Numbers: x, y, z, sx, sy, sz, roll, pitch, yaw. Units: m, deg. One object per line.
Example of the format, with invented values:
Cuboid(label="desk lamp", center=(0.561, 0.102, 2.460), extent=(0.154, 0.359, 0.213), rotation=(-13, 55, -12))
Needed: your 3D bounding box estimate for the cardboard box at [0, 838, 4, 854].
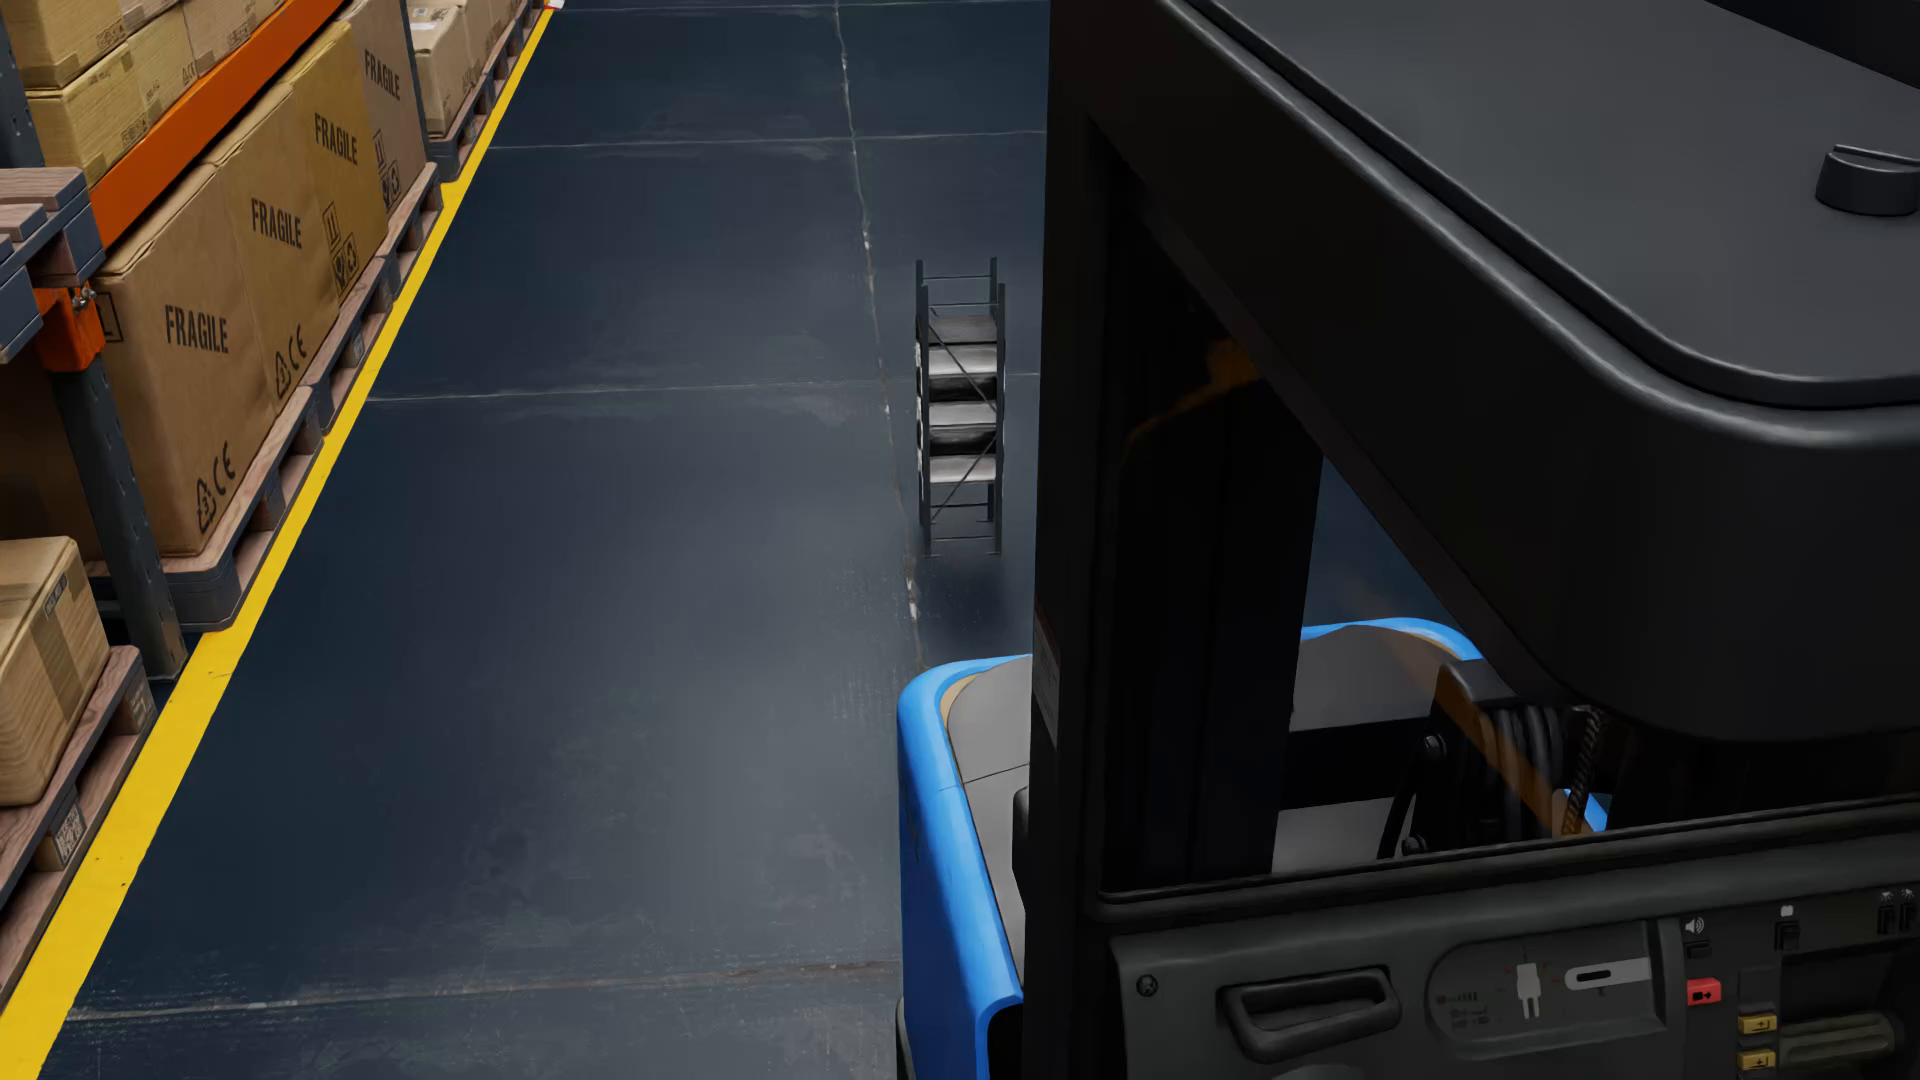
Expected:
Cuboid(label="cardboard box", center=(-2.548, 0.712, 3.286), extent=(0.950, 0.372, 0.625), rotation=(-3, 31, -6))

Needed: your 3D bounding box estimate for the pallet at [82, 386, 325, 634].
Cuboid(label="pallet", center=(-2.667, -0.110, 5.228), extent=(1.003, 0.211, 1.213), rotation=(-3, 31, -5))

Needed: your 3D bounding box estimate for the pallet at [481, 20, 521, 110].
Cuboid(label="pallet", center=(-3.152, -2.762, 9.669), extent=(1.003, 0.211, 1.213), rotation=(-3, 31, -5))

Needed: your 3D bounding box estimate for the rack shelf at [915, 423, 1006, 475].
Cuboid(label="rack shelf", center=(-0.001, -0.285, 5.089), extent=(0.258, 0.077, 0.200), rotation=(-3, 31, -5))

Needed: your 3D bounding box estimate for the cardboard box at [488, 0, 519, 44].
Cuboid(label="cardboard box", center=(-3.160, -3.267, 9.883), extent=(0.875, 0.438, 0.875), rotation=(-2, 31, -3))

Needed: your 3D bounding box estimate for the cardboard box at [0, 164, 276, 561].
Cuboid(label="cardboard box", center=(-2.650, -0.526, 4.868), extent=(0.875, 0.875, 0.875), rotation=(-3, 31, -5))

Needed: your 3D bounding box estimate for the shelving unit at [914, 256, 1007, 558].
Cuboid(label="shelving unit", center=(-0.001, -0.390, 5.026), extent=(0.258, 0.900, 0.210), rotation=(-3, 31, -5))

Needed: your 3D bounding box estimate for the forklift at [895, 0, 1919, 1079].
Cuboid(label="forklift", center=(0.647, 0.574, 1.432), extent=(1.130, 2.935, 3.031), rotation=(-5, 31, -9))

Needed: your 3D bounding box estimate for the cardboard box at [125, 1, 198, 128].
Cuboid(label="cardboard box", center=(-2.529, -1.360, 4.748), extent=(0.500, 0.250, 0.500), rotation=(-4, 31, -6))

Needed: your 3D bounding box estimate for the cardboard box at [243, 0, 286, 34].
Cuboid(label="cardboard box", center=(-2.622, -1.880, 5.618), extent=(0.500, 0.250, 0.500), rotation=(-3, 31, -5))

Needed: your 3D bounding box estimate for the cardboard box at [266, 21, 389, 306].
Cuboid(label="cardboard box", center=(-2.812, -1.438, 6.394), extent=(0.875, 0.875, 0.875), rotation=(-2, 31, -3))

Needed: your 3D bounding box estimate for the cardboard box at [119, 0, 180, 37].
Cuboid(label="cardboard box", center=(-2.517, -1.586, 4.638), extent=(0.500, 0.250, 0.500), rotation=(-2, 31, -3))

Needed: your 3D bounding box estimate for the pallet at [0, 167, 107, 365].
Cuboid(label="pallet", center=(-2.495, -0.460, 3.282), extent=(1.213, 0.211, 1.003), rotation=(-3, 31, -5))

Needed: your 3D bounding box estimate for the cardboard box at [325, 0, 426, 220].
Cuboid(label="cardboard box", center=(-2.904, -1.899, 7.166), extent=(0.875, 0.875, 0.875), rotation=(-2, 31, -3))

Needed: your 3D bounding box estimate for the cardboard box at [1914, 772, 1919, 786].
Cuboid(label="cardboard box", center=(2.387, 0.351, 3.644), extent=(0.875, 0.625, 0.625), rotation=(-2, 31, -3))

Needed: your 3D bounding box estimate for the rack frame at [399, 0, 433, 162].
Cuboid(label="rack frame", center=(-3.042, -2.943, 7.252), extent=(1.000, 3.000, 0.127), rotation=(-3, 31, -5))

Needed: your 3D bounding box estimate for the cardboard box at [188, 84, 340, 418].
Cuboid(label="cardboard box", center=(-2.729, -0.981, 5.630), extent=(0.875, 0.875, 0.875), rotation=(-2, 31, -4))

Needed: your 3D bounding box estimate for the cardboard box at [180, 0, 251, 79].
Cuboid(label="cardboard box", center=(-2.572, -1.628, 5.197), extent=(0.500, 0.250, 0.500), rotation=(-2, 31, -3))

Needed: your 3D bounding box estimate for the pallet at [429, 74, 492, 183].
Cuboid(label="pallet", center=(-3.035, -2.138, 8.624), extent=(1.003, 0.211, 1.213), rotation=(-3, 31, -5))

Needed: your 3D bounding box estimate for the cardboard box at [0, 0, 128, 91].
Cuboid(label="cardboard box", center=(-2.469, -1.322, 4.197), extent=(0.500, 0.250, 0.500), rotation=(-3, 31, -5))

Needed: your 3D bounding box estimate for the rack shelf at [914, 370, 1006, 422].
Cuboid(label="rack shelf", center=(-0.001, -0.439, 4.997), extent=(0.258, 0.077, 0.200), rotation=(-3, 31, -5))

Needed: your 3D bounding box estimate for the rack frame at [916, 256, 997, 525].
Cuboid(label="rack frame", center=(-0.010, -0.442, 5.113), extent=(0.240, 0.900, 0.006), rotation=(-3, 31, -5))

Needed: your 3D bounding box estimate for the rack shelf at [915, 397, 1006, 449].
Cuboid(label="rack shelf", center=(-0.001, -0.362, 5.043), extent=(0.258, 0.077, 0.200), rotation=(-3, 31, -5))

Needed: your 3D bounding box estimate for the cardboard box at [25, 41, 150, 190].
Cuboid(label="cardboard box", center=(-2.463, -1.099, 4.310), extent=(0.500, 0.250, 0.500), rotation=(-3, 31, -5))

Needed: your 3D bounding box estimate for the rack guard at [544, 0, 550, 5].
Cuboid(label="rack guard", center=(-3.418, -3.925, 11.333), extent=(1.175, 0.500, 0.348), rotation=(-3, 31, -5))

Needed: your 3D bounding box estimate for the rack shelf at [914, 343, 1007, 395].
Cuboid(label="rack shelf", center=(-0.001, -0.516, 4.951), extent=(0.258, 0.077, 0.200), rotation=(-3, 31, -5))

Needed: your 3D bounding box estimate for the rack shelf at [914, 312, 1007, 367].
Cuboid(label="rack shelf", center=(-0.001, -0.594, 4.905), extent=(0.258, 0.077, 0.200), rotation=(-3, 31, -5))

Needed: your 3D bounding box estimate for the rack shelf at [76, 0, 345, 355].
Cuboid(label="rack shelf", center=(-2.855, -1.613, 5.727), extent=(1.077, 0.370, 4.000), rotation=(-3, 31, -5))

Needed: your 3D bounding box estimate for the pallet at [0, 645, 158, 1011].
Cuboid(label="pallet", center=(-2.596, 0.695, 3.880), extent=(1.003, 0.211, 1.213), rotation=(-3, 31, -5))

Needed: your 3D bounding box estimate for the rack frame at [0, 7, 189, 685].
Cuboid(label="rack frame", center=(-2.668, -0.901, 3.833), extent=(1.000, 3.000, 0.127), rotation=(-3, 31, -5))

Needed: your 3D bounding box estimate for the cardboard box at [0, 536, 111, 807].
Cuboid(label="cardboard box", center=(-2.625, 0.336, 3.916), extent=(0.950, 0.372, 0.625), rotation=(-5, 31, -8))

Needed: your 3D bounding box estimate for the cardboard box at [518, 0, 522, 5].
Cuboid(label="cardboard box", center=(-3.254, -3.734, 10.665), extent=(0.875, 0.438, 0.875), rotation=(-4, 31, -6))

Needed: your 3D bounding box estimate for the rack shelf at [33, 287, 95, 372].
Cuboid(label="rack shelf", center=(-2.481, 0.429, 2.308), extent=(1.077, 0.370, 4.000), rotation=(-3, 31, -5))

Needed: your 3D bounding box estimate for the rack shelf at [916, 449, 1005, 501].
Cuboid(label="rack shelf", center=(-0.001, -0.207, 5.136), extent=(0.258, 0.077, 0.200), rotation=(-3, 31, -5))

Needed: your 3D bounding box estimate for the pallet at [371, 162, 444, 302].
Cuboid(label="pallet", center=(-2.895, -1.356, 7.314), extent=(1.003, 0.211, 1.213), rotation=(-3, 31, -5))

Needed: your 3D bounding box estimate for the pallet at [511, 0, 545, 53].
Cuboid(label="pallet", center=(-3.263, -3.384, 10.709), extent=(1.003, 0.211, 1.213), rotation=(-3, 31, -5))

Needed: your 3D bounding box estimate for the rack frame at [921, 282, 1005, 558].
Cuboid(label="rack frame", center=(0.009, -0.339, 4.939), extent=(0.240, 0.900, 0.006), rotation=(-3, 31, -5))

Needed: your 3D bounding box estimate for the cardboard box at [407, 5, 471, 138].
Cuboid(label="cardboard box", center=(-2.993, -2.349, 8.347), extent=(0.875, 0.438, 0.875), rotation=(-3, 31, -5))

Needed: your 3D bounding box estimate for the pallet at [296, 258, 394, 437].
Cuboid(label="pallet", center=(-2.777, -0.731, 6.269), extent=(1.003, 0.211, 1.213), rotation=(-3, 31, -5))

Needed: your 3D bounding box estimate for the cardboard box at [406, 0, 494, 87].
Cuboid(label="cardboard box", center=(-3.078, -2.806, 9.112), extent=(0.875, 0.438, 0.875), rotation=(-4, 31, -6))
